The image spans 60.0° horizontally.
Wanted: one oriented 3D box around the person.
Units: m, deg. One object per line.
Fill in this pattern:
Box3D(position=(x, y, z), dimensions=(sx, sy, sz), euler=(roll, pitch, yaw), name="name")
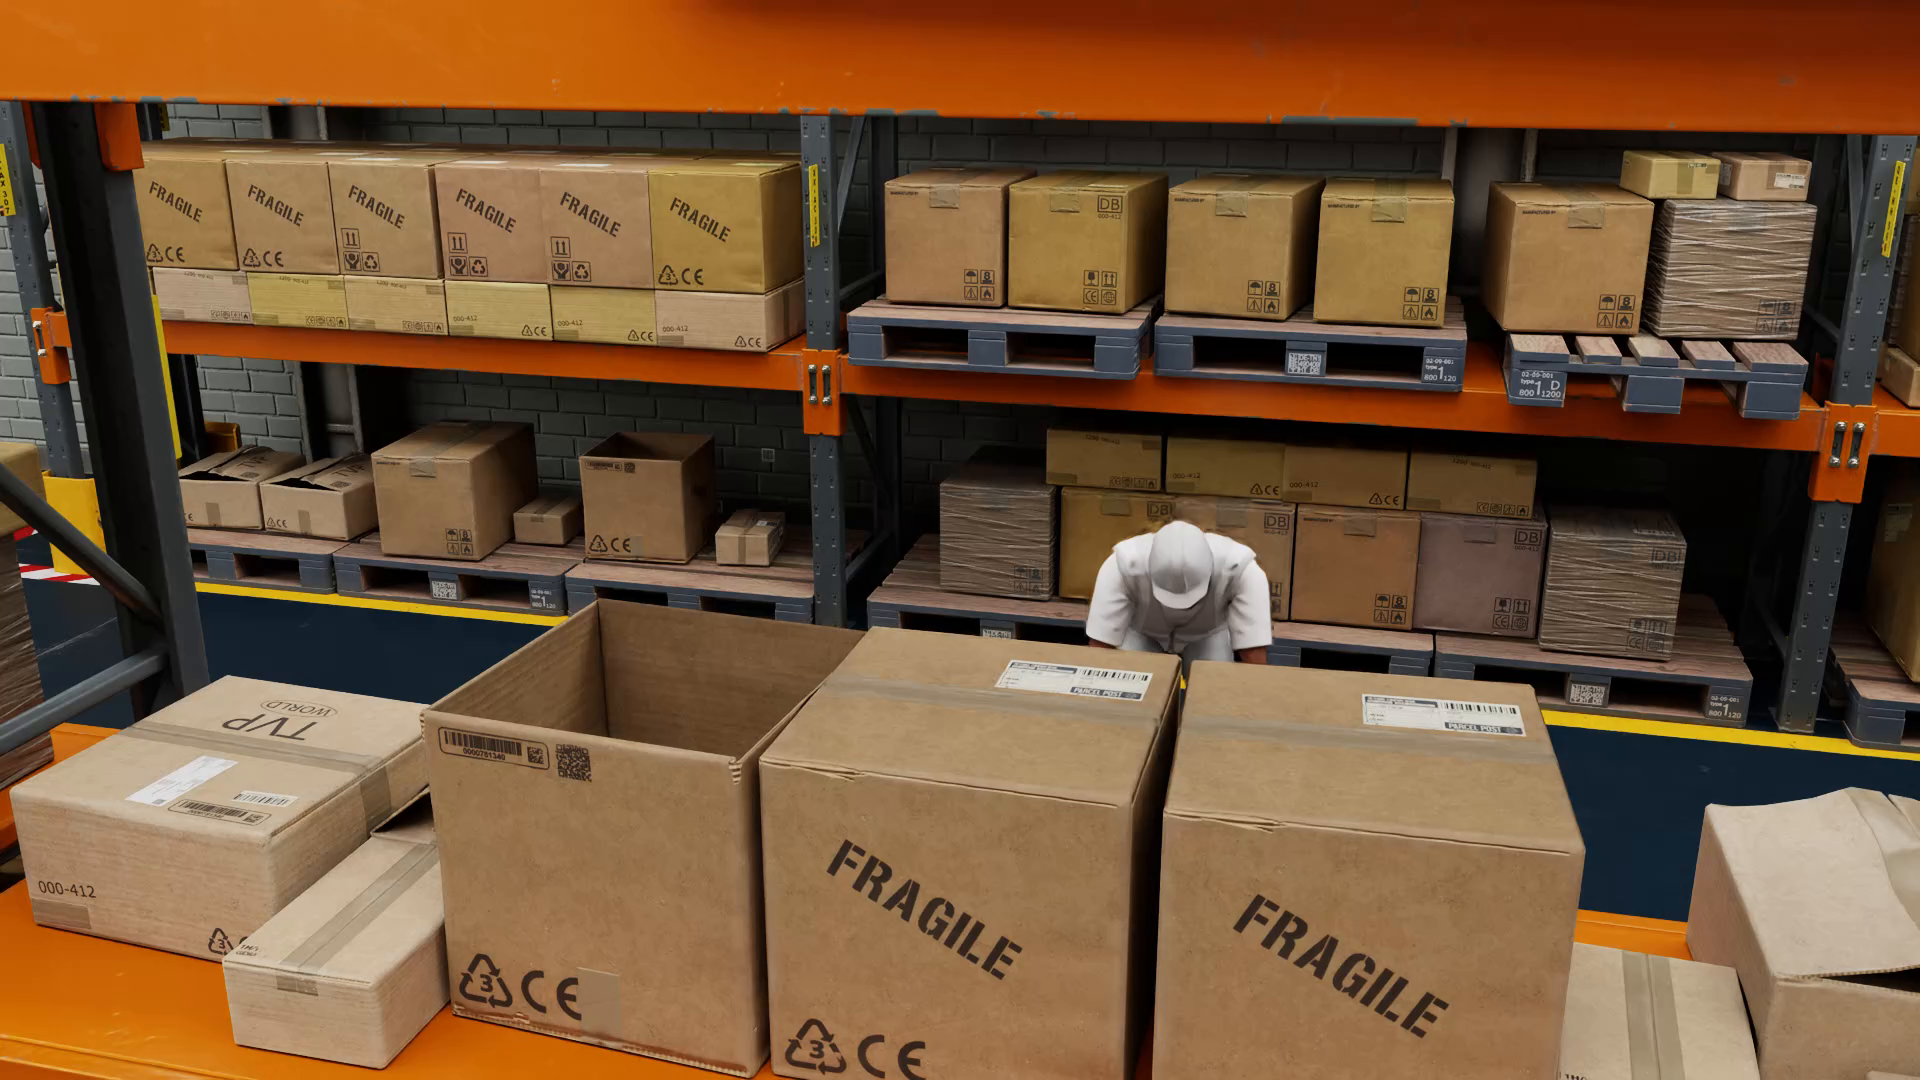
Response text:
Box3D(position=(0.761, 0.411, 5.710), dimensions=(0.616, 1.181, 0.846), euler=(4, 19, 13), name="person")
